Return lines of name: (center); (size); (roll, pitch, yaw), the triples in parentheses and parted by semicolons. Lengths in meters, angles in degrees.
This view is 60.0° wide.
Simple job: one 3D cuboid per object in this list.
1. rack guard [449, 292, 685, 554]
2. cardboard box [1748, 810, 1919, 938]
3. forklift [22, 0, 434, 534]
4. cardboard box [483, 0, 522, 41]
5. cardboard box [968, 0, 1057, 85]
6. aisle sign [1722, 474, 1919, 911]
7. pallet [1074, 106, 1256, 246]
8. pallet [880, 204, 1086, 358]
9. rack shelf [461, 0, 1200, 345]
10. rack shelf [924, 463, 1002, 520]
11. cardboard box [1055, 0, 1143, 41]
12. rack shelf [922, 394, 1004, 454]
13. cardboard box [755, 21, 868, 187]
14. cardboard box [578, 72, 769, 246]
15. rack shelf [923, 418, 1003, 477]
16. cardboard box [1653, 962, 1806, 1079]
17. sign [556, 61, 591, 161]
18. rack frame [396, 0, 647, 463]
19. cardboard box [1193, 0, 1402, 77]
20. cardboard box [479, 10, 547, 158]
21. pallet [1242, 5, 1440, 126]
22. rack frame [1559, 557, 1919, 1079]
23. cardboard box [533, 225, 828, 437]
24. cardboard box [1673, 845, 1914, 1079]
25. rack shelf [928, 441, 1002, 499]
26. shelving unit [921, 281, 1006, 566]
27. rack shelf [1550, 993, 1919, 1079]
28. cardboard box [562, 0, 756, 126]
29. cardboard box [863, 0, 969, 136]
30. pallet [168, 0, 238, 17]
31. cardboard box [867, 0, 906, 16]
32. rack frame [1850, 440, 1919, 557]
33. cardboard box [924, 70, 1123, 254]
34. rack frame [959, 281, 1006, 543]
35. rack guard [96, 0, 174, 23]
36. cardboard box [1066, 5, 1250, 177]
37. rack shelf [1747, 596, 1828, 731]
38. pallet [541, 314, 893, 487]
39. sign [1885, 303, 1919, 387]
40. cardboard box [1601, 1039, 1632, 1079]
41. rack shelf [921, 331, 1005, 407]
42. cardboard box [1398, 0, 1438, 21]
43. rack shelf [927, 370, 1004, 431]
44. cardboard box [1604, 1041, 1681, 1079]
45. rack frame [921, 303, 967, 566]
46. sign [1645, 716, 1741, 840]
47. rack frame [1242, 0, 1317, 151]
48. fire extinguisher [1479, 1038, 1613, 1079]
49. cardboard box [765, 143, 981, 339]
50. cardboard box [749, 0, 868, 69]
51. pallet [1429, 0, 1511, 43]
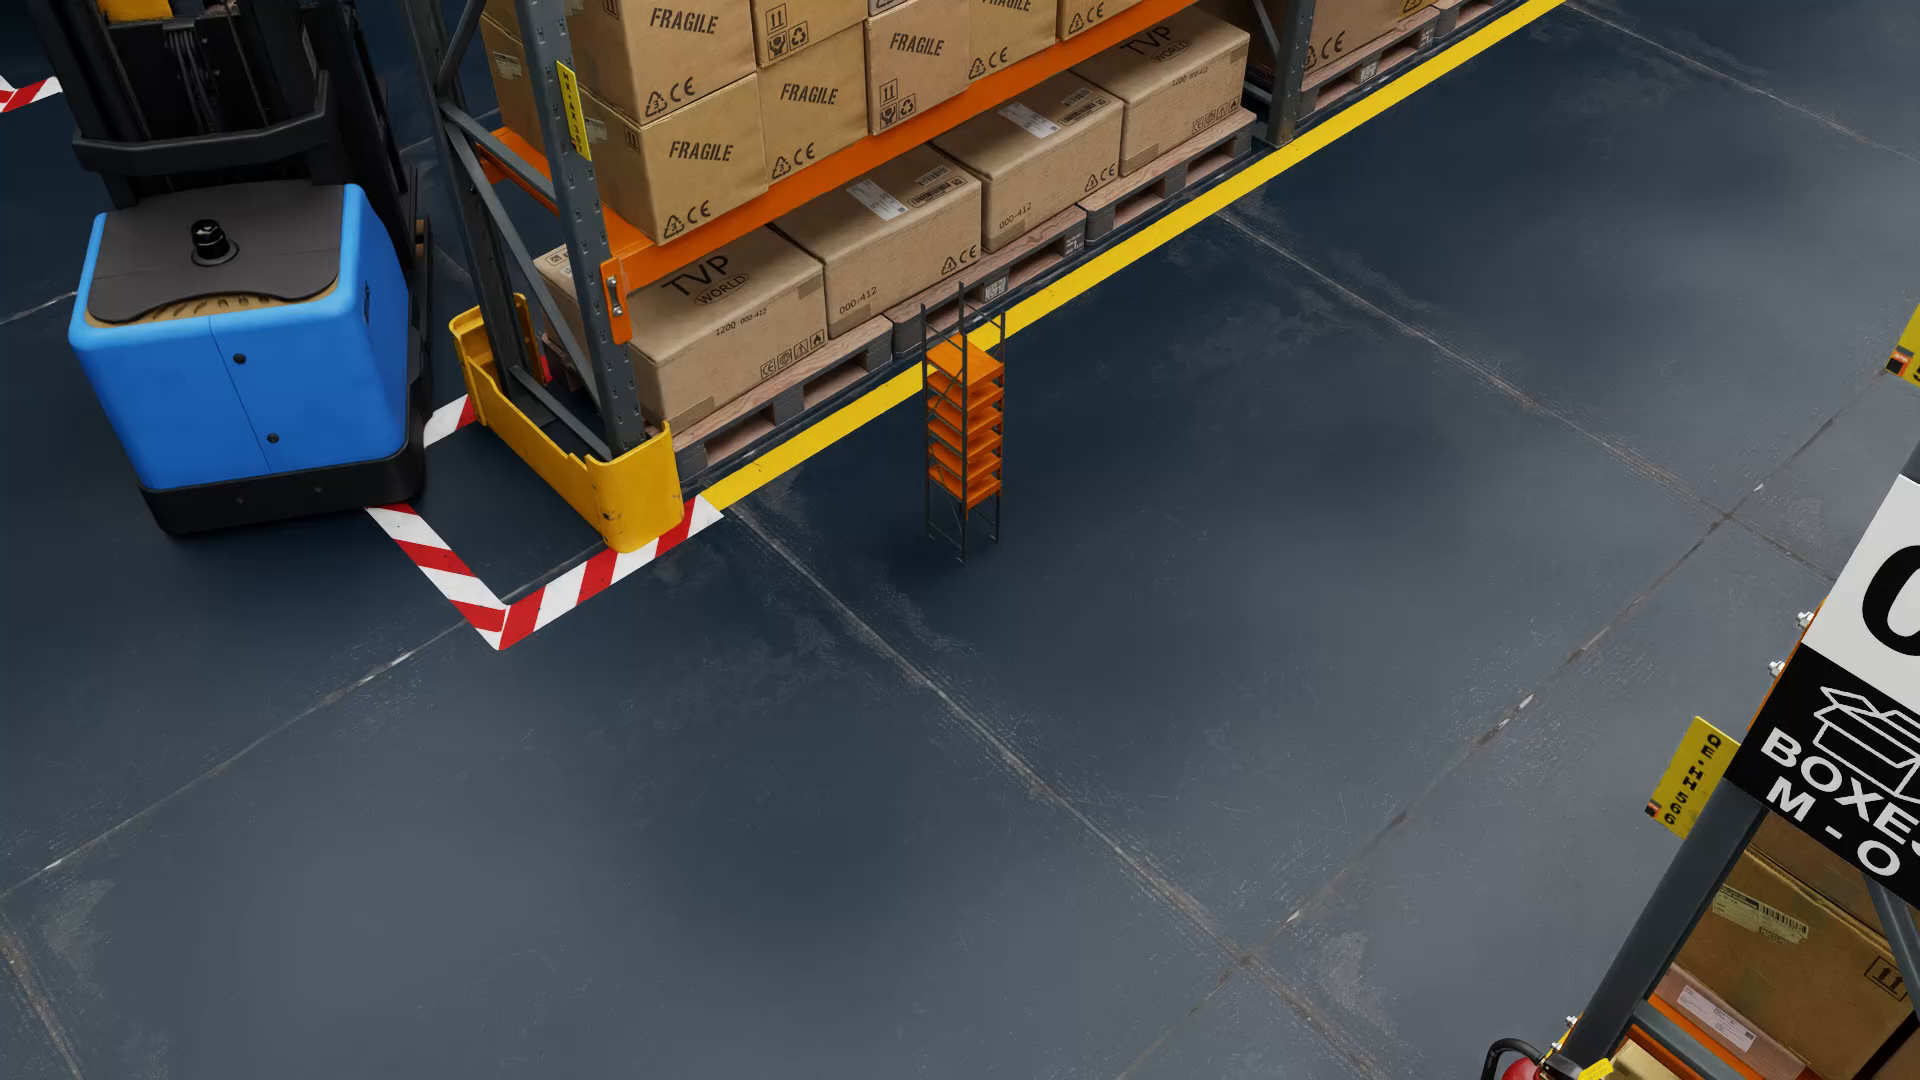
rack guard: (-1.625, -0.497, 6.869); (0.348, 0.500, 1.175); (-34, 56, -27)
cardboard box: (1.969, 0.449, 3.344); (0.500, 0.500, 0.500); (-35, 56, -28)
forklift: (-3.026, -2.123, 6.715); (1.130, 2.935, 3.031); (-9, 48, -8)
cardboard box: (-1.411, -2.098, 5.896); (0.500, 0.500, 0.500); (-32, 55, -26)
cardboard box: (0.044, -2.236, 6.704); (0.500, 0.500, 0.500); (-32, 55, -26)
aisle sign: (1.542, 0.276, 2.685); (0.004, 0.787, 0.394); (-34, 56, -27)
pallet: (0.737, -2.056, 8.503); (1.213, 0.211, 1.003); (-34, 56, -27)
pallet: (-0.166, -1.449, 7.944); (1.213, 0.211, 1.003); (-34, 56, -27)
rack shelf: (-0.127, -2.102, 7.138); (4.000, 0.370, 1.077); (-34, 56, -27)
rack shelf: (0.011, -0.221, 6.525); (0.180, 0.103, 0.258); (-34, 56, -27)
cardboard box: (0.442, -2.486, 6.935); (0.500, 0.500, 0.500); (-35, 56, -28)
rack shelf: (0.011, -0.465, 6.260); (0.180, 0.103, 0.258); (-34, 56, -27)
cardboard box: (-0.703, -1.737, 6.244); (0.500, 0.500, 0.500); (-35, 56, -28)
cardboard box: (-1.059, -1.472, 5.999); (0.500, 0.500, 0.500); (-34, 56, -27)
rack shelf: (0.011, -0.384, 6.348); (0.180, 0.103, 0.258); (-34, 56, -27)
cardboard box: (1.849, 1.055, 3.906); (0.250, 0.149, 0.380); (-34, 56, -27)
sign: (-1.238, -1.373, 5.333); (0.005, 0.325, 0.100); (-34, 56, -27)
rack frame: (-1.607, -1.357, 5.961); (0.127, 3.000, 1.000); (-34, 56, -27)
cardboard box: (1.757, -3.107, 8.735); (0.875, 0.875, 0.875); (-32, 55, -26)
cardboard box: (-1.428, -1.773, 6.277); (0.500, 0.500, 0.500); (-33, 56, -27)
pallet: (1.873, -2.811, 9.200); (1.213, 0.211, 1.003); (-34, 56, -27)
rack frame: (1.798, 1.285, 3.524); (0.127, 3.000, 1.000); (-34, 56, -27)
cardboard box: (-1.186, -1.011, 7.100); (0.875, 0.438, 0.875); (-36, 57, -28)
cardboard box: (1.957, 0.788, 3.712); (0.500, 0.500, 0.500); (-33, 55, -26)
rack shelf: (0.011, -0.303, 6.436); (0.180, 0.103, 0.258); (-34, 56, -27)
shelving unit: (0.011, -0.414, 6.316); (0.189, 1.200, 0.258); (-34, 56, -27)
rack shelf: (3.277, 0.540, 4.700); (4.000, 0.370, 1.077); (-34, 56, -27)
cardboard box: (-1.060, -1.812, 5.633); (0.500, 0.500, 0.500); (-35, 56, -28)
cardboard box: (-0.315, -1.979, 6.467); (0.500, 0.500, 0.500); (-34, 56, -27)
pallet: (-4.304, -3.541, 9.874); (1.213, 0.211, 1.003); (-34, 56, -27)
cardboard box: (-0.307, -2.330, 6.111); (0.500, 0.500, 0.500); (-34, 56, -27)
rack frame: (1.798, -0.750, 1.319); (0.127, 3.000, 1.000); (-34, 56, -27)
cardboard box: (0.154, -1.913, 7.932); (0.875, 0.438, 0.875); (-35, 56, -28)
rack frame: (0.078, -0.459, 6.357); (0.006, 1.200, 0.240); (-34, 56, -27)
rack guard: (-4.893, -3.244, 9.403); (0.348, 0.500, 1.175); (-34, 56, -27)
cardboard box: (0.816, -2.356, 8.341); (0.875, 0.438, 0.875); (-35, 56, -28)
rack shelf: (3.277, -0.477, 3.598); (4.000, 0.370, 1.077); (-34, 56, -27)
pallet: (-1.068, -0.849, 7.390); (1.213, 0.211, 1.003); (-34, 56, -27)
sign: (1.439, -0.344, 2.383); (0.005, 0.325, 0.100); (-34, 56, -27)
cardboard box: (1.996, 1.592, 4.692); (0.250, 0.149, 0.380); (-35, 56, -28)
rack shelf: (0.011, -0.628, 6.084); (0.180, 0.103, 0.258); (-34, 56, -27)
cardboard box: (2.420, -3.557, 9.151); (0.875, 0.875, 0.875); (-32, 55, -26)
rack shelf: (0.011, -0.547, 6.172); (0.180, 0.103, 0.258); (-34, 56, -27)
cardboard box: (2.019, 1.508, 4.567); (0.250, 0.149, 0.380); (-33, 55, -27)
rack frame: (-0.057, -0.369, 6.274); (0.006, 1.200, 0.240); (-34, 56, -27)
sign: (1.439, 0.473, 3.269); (0.005, 0.325, 0.100); (-34, 56, -27)
rack frame: (1.352, -3.335, 7.786); (0.127, 3.000, 1.000); (-34, 56, -27)
fire extinguisher: (1.301, 1.311, 3.806); (0.183, 0.674, 0.296); (-34, 56, -27)
cardboard box: (-0.515, -1.468, 7.521); (0.875, 0.438, 0.875); (-32, 55, -26)
cardboard box: (-0.683, -2.072, 5.872); (0.500, 0.500, 0.500); (-35, 56, -28)
pallet: (2.776, -3.418, 9.760); (1.213, 0.211, 1.003); (-34, 56, -27)
